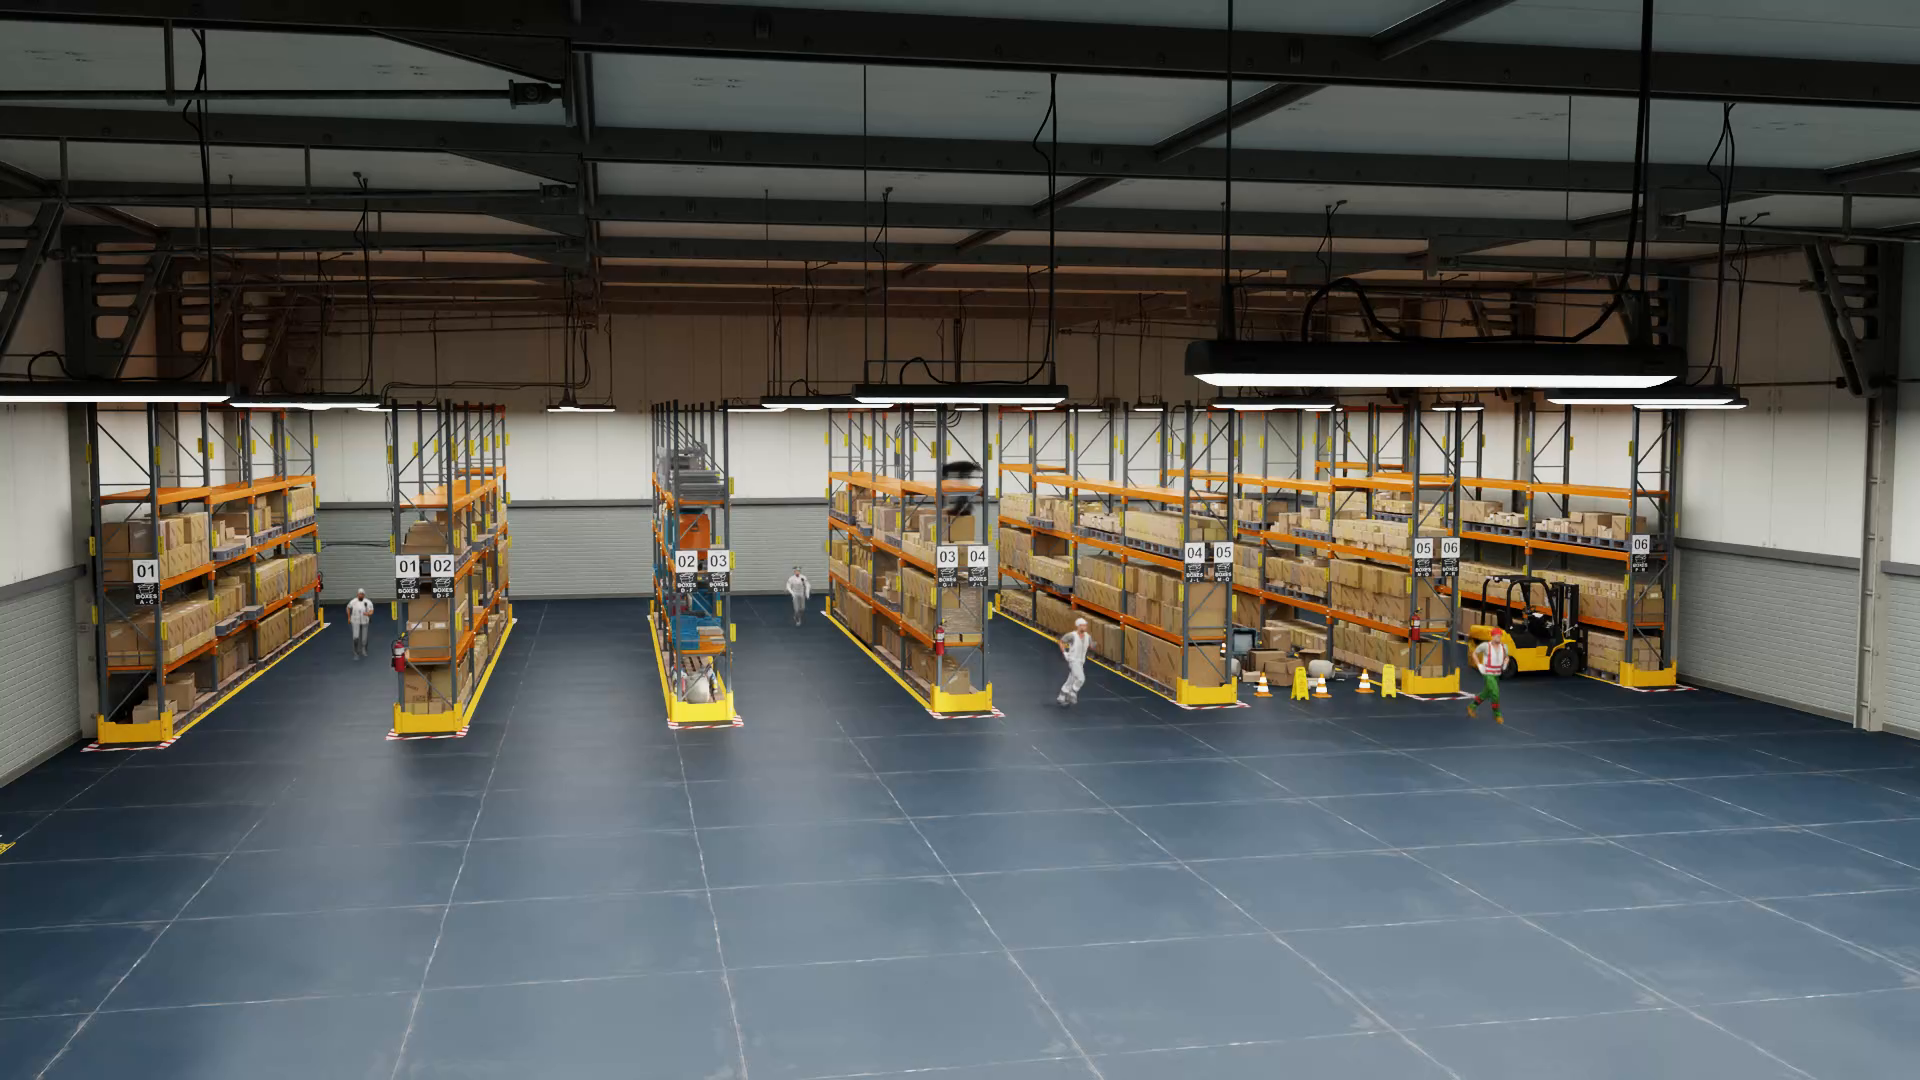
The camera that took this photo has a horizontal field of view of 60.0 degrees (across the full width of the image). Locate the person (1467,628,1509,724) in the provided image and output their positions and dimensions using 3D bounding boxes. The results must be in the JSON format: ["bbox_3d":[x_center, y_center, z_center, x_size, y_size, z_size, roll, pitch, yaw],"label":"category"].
[{"bbox_3d":[9.884,2.496,31.054,0.613,1.764,0.863,-2,5,-26],"label":"person"}]

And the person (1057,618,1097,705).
[{"bbox_3d":[2.345,2.390,32.649,0.857,1.731,0.571,4,6,42],"label":"person"}]

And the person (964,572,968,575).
[{"bbox_3d":[0.434,1.392,45.771,0.680,1.732,0.650,-1,4,-13],"label":"person"}]

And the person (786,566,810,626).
[{"bbox_3d":[-4.393,1.509,45.122,0.650,1.648,0.529,-1,4,-17],"label":"person"}]

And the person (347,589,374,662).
[{"bbox_3d":[-13.977,1.956,38.786,0.581,1.660,0.798,-2,5,-21],"label":"person"}]
